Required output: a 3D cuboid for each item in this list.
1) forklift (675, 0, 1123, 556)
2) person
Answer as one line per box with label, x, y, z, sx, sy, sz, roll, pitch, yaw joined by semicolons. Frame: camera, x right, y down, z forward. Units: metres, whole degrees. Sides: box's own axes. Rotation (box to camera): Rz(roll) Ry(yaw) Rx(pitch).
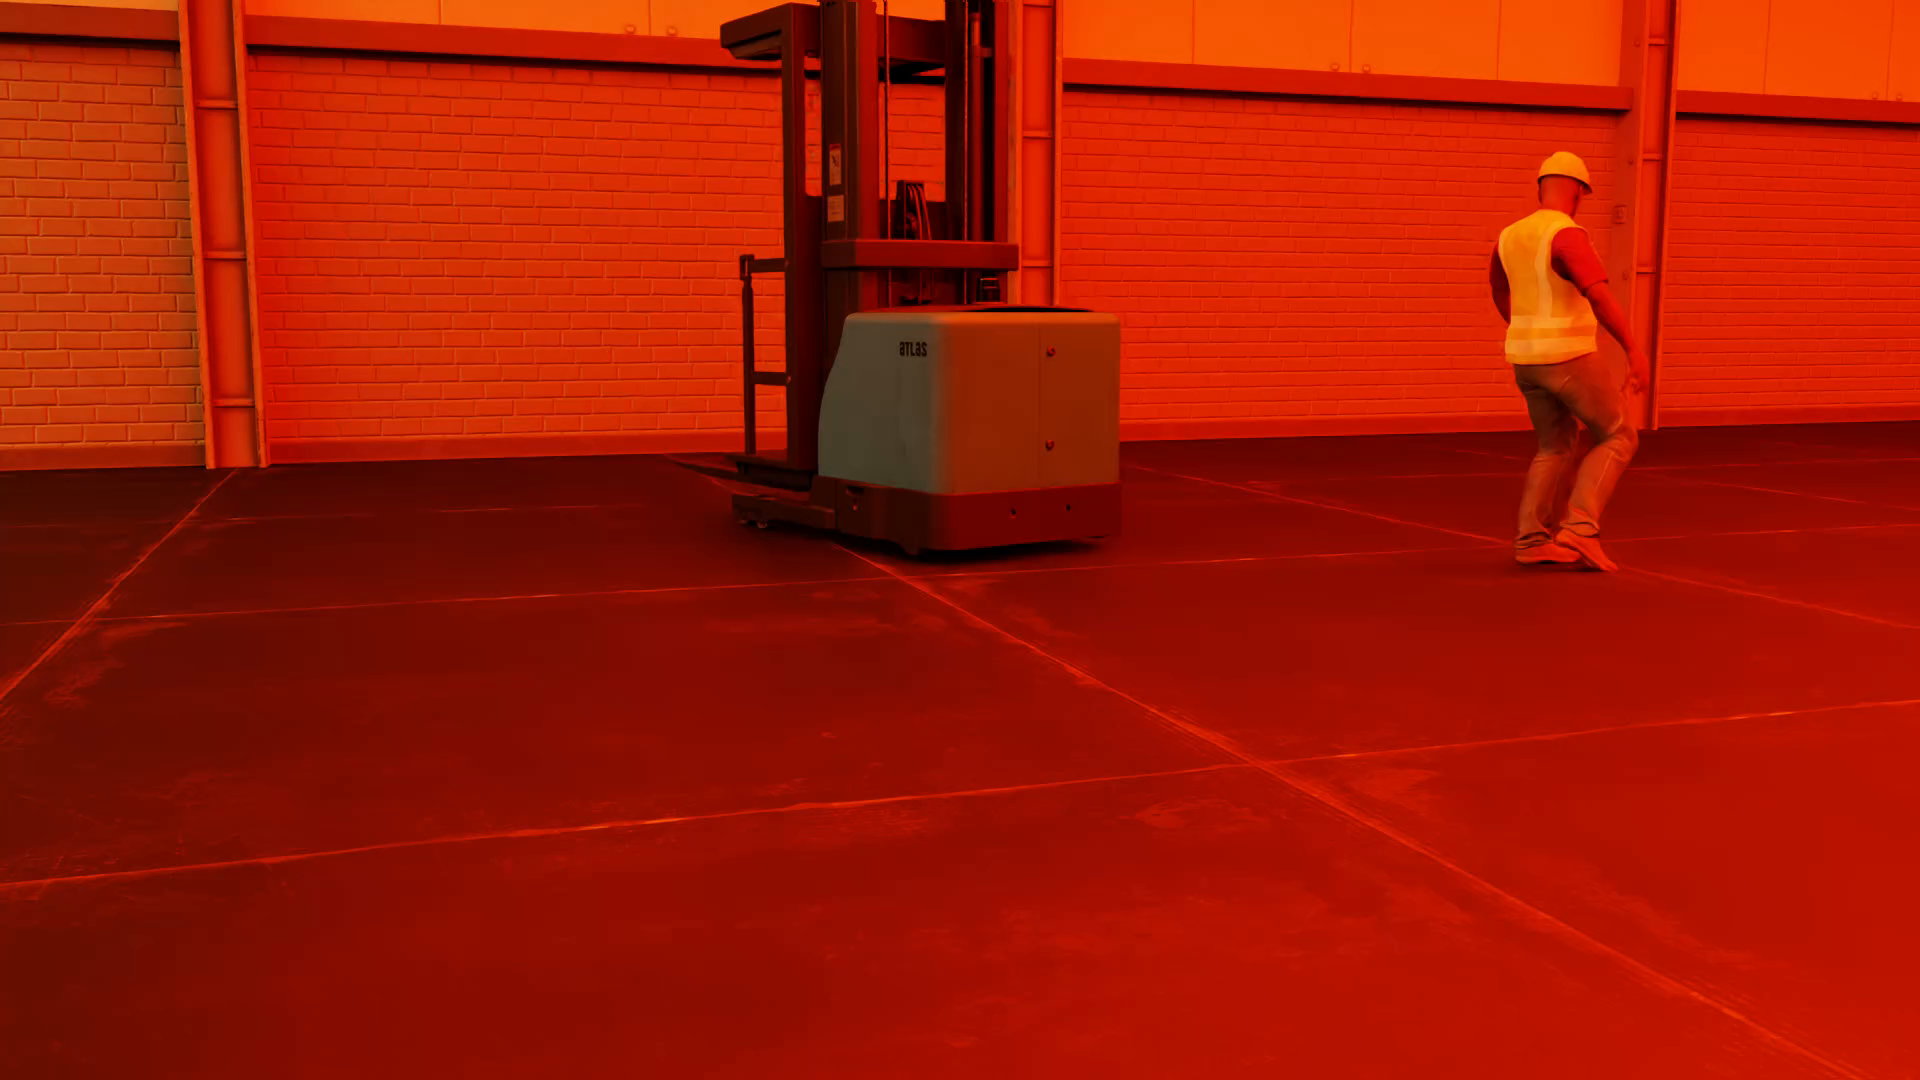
forklift;-0.507;-1.539;8.363;1.130;2.935;3.031;-5;9;-34
person;2.564;-0.748;7.085;0.501;1.773;0.907;-1;8;-10
